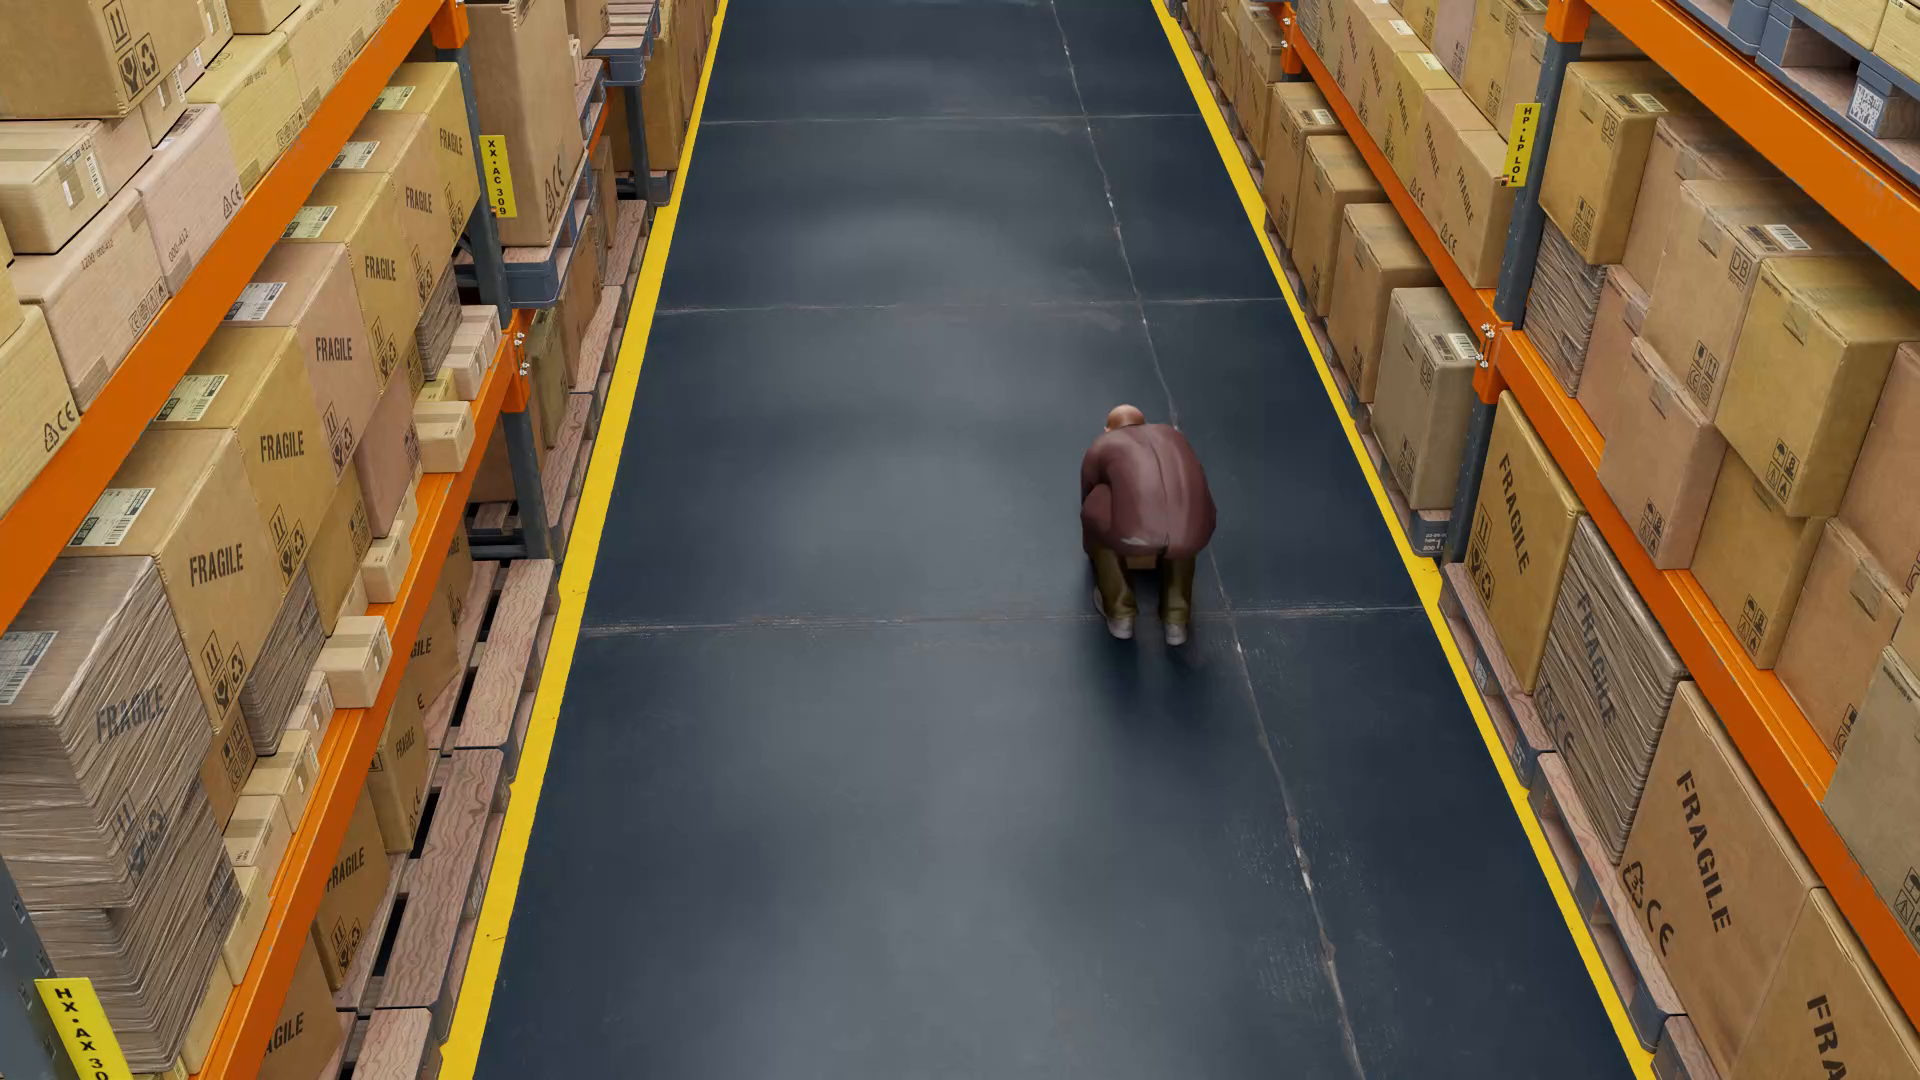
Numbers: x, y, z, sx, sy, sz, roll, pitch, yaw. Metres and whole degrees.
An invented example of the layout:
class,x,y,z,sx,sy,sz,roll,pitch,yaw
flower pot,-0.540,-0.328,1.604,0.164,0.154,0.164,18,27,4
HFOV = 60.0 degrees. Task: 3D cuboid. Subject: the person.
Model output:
class,x,y,z,sx,sy,sz,roll,pitch,yaw
person,0.780,-0.081,7.089,0.583,0.886,0.952,-3,35,-4
